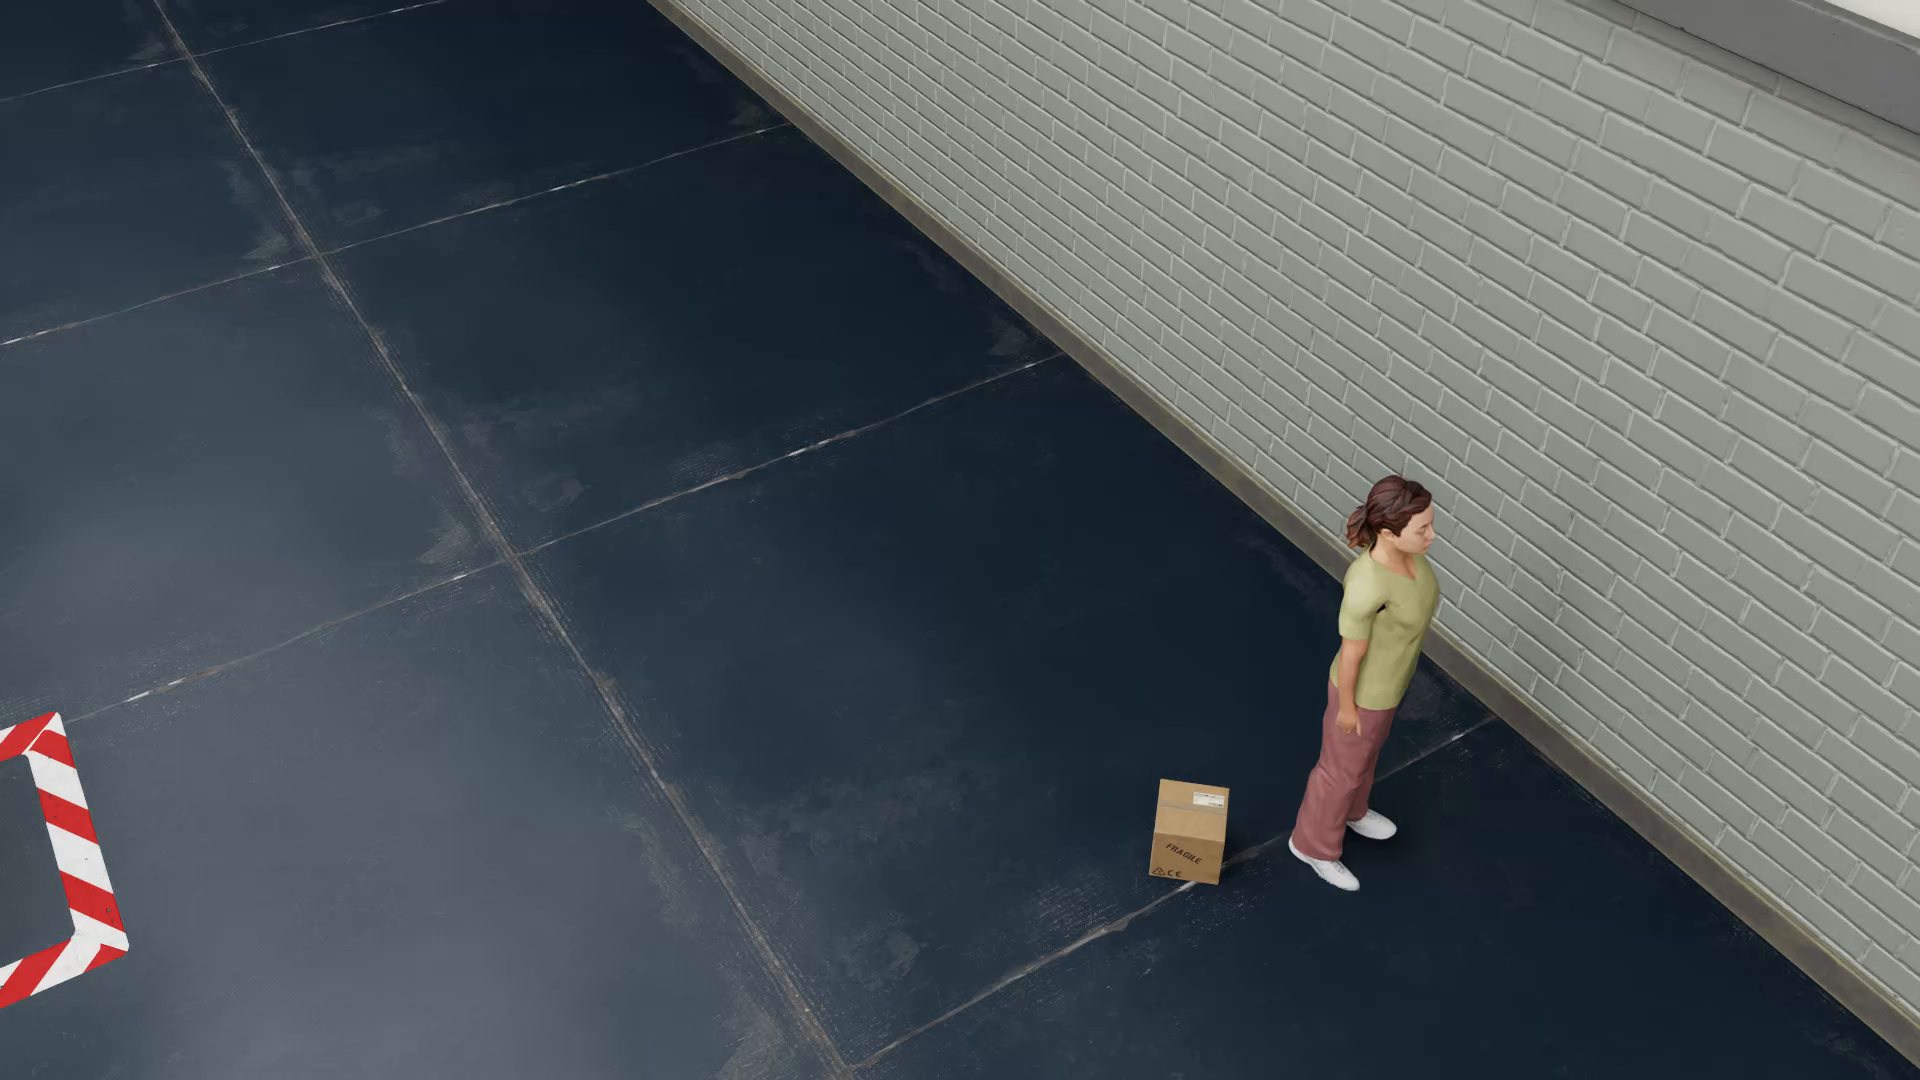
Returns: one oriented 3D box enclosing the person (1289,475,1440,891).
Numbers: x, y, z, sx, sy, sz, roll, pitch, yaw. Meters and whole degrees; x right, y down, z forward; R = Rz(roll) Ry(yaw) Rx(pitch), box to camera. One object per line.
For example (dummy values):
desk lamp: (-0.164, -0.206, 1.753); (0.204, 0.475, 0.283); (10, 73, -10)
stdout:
person: (1.391, 0.481, 5.626); (0.387, 1.703, 0.436); (20, 45, 21)
